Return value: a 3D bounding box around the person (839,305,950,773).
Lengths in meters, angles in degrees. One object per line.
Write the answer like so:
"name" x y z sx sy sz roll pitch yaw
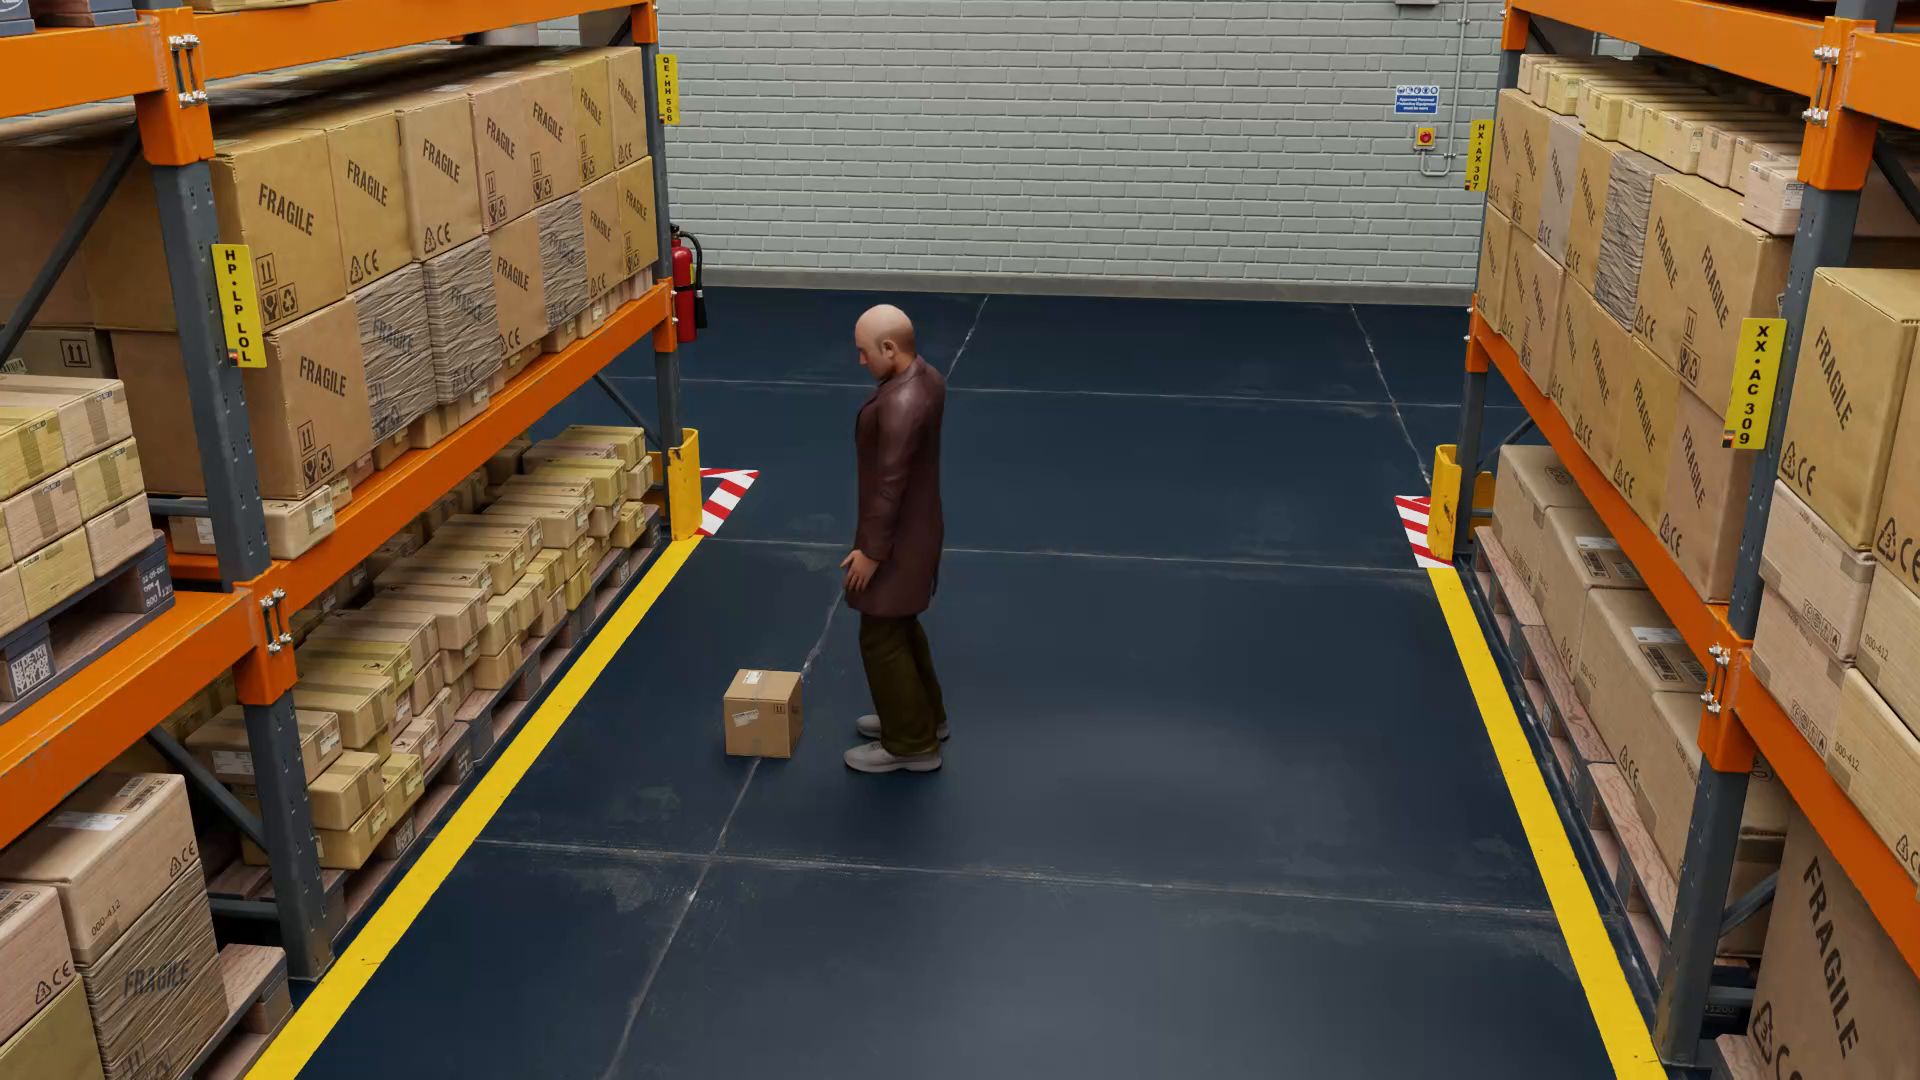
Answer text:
"person" -0.246 0.006 6.115 0.383 1.765 0.567 3 21 7
